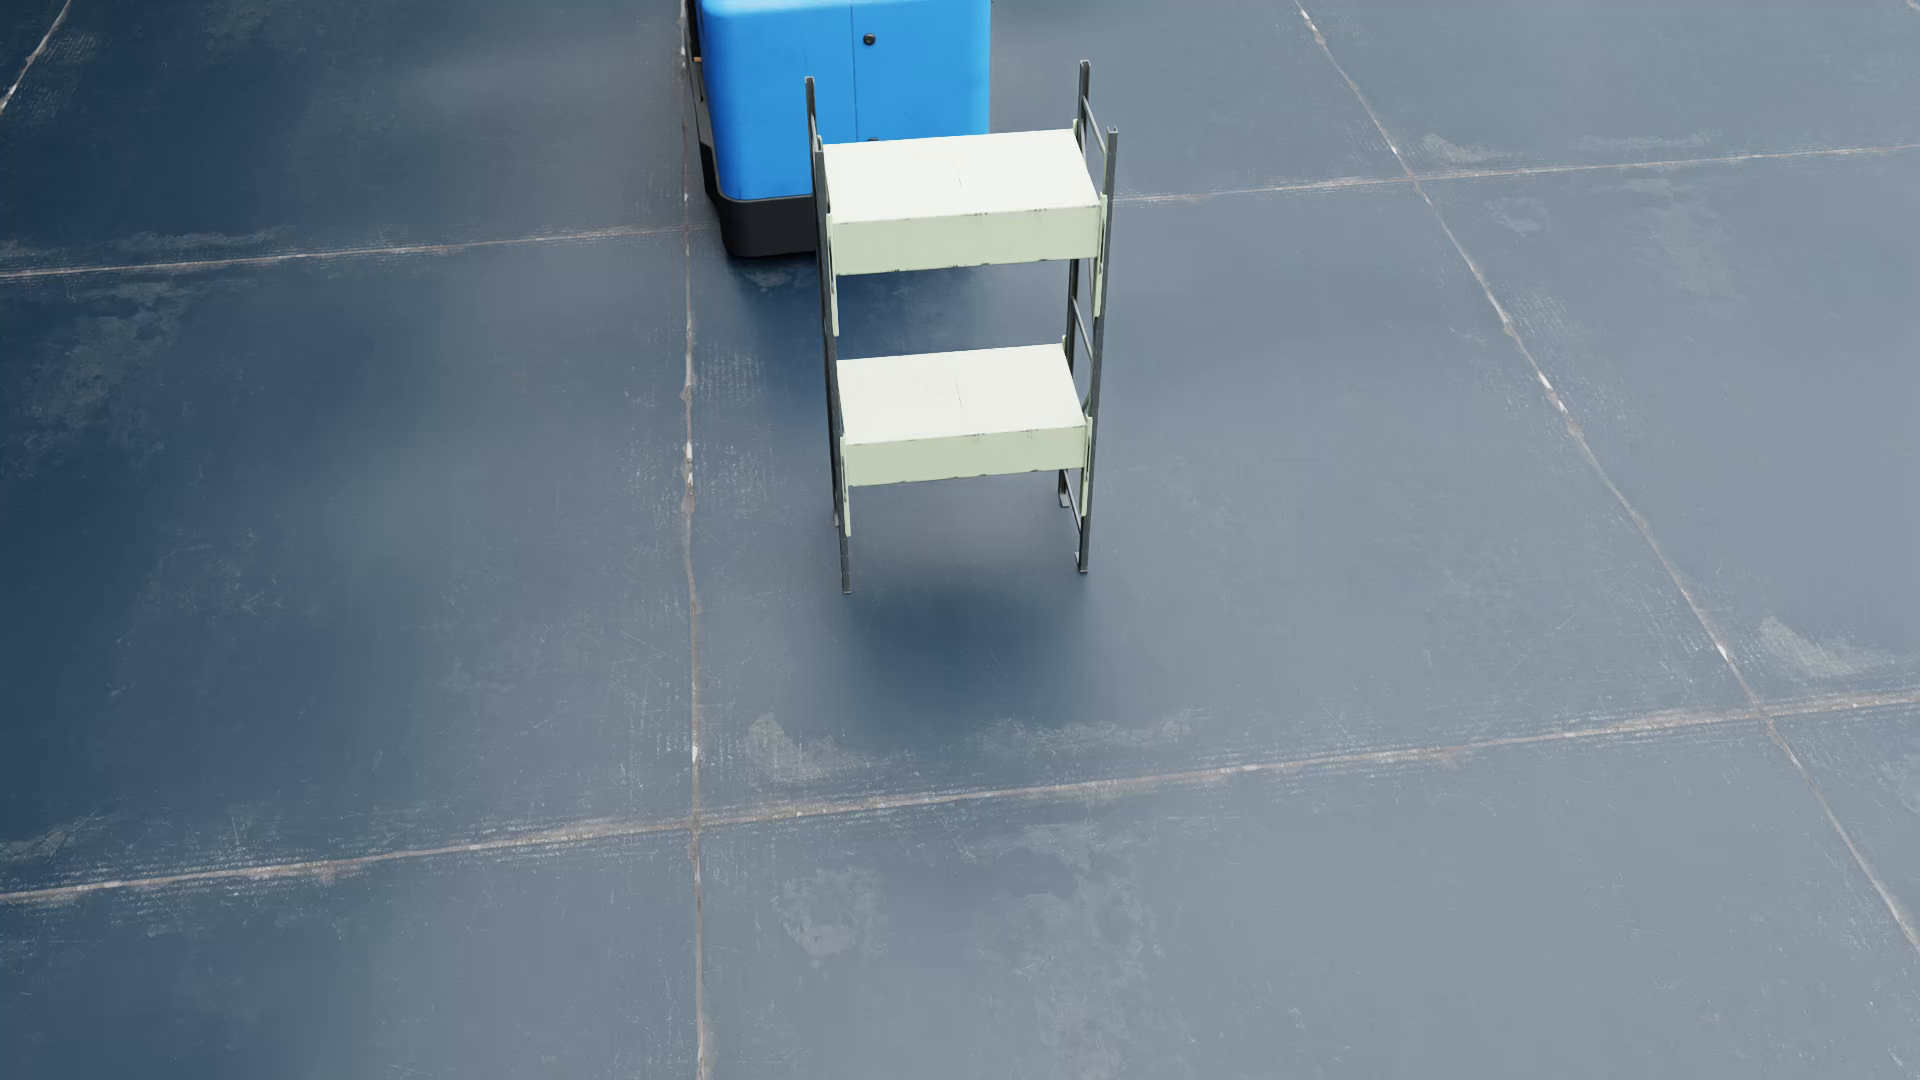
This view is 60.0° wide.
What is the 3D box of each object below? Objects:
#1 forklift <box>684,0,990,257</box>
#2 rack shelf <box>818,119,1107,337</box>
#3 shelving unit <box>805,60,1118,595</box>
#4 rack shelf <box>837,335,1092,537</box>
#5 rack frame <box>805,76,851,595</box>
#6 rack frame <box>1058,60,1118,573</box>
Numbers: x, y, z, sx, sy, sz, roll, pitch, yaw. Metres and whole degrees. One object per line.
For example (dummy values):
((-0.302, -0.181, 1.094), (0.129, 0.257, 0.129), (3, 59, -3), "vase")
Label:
((-0.653, -3.162, 6.567), (1.130, 2.935, 3.031), (-7, 43, -8), "forklift")
((-0.007, -0.846, 4.486), (0.720, 0.370, 0.431), (-5, 42, -6), "rack shelf")
((-0.007, -0.556, 4.747), (0.755, 1.500, 0.431), (-5, 42, -6), "shelving unit")
((-0.007, -0.314, 4.965), (0.720, 0.370, 0.431), (-5, 42, -6), "rack shelf")
((-0.370, -0.525, 4.712), (0.023, 1.500, 0.400), (-5, 42, -6), "rack frame")
((0.356, -0.588, 4.782), (0.023, 1.500, 0.400), (-5, 42, -6), "rack frame")
